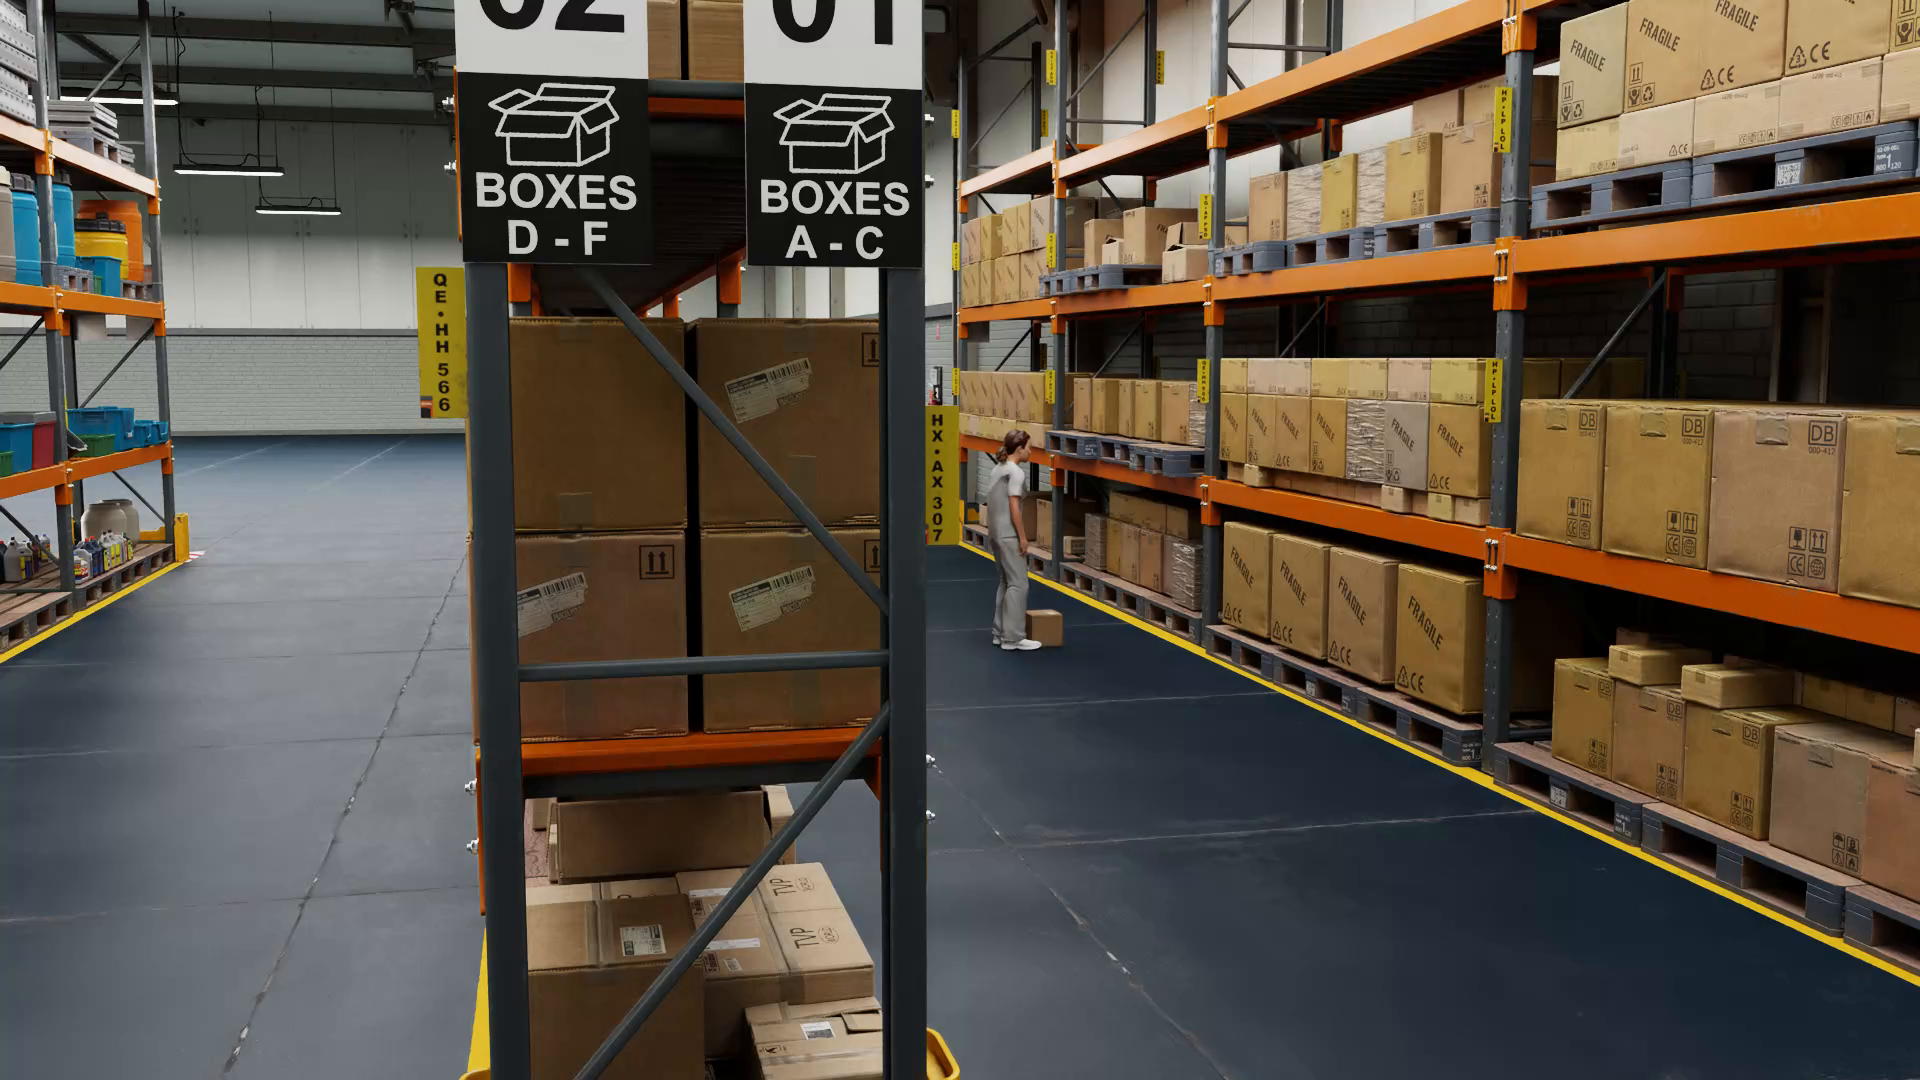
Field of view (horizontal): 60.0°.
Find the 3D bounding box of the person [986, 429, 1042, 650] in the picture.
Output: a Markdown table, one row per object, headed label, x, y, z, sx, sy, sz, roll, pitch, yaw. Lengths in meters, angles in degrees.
| label | x | y | z | sx | sy | sz | roll | pitch | yaw |
| --- | --- | --- | --- | --- | --- | --- | --- | --- | --- |
| person | 0.400 | -0.012 | 12.765 | 0.366 | 1.671 | 0.503 | -2 | 6 | -17 |
